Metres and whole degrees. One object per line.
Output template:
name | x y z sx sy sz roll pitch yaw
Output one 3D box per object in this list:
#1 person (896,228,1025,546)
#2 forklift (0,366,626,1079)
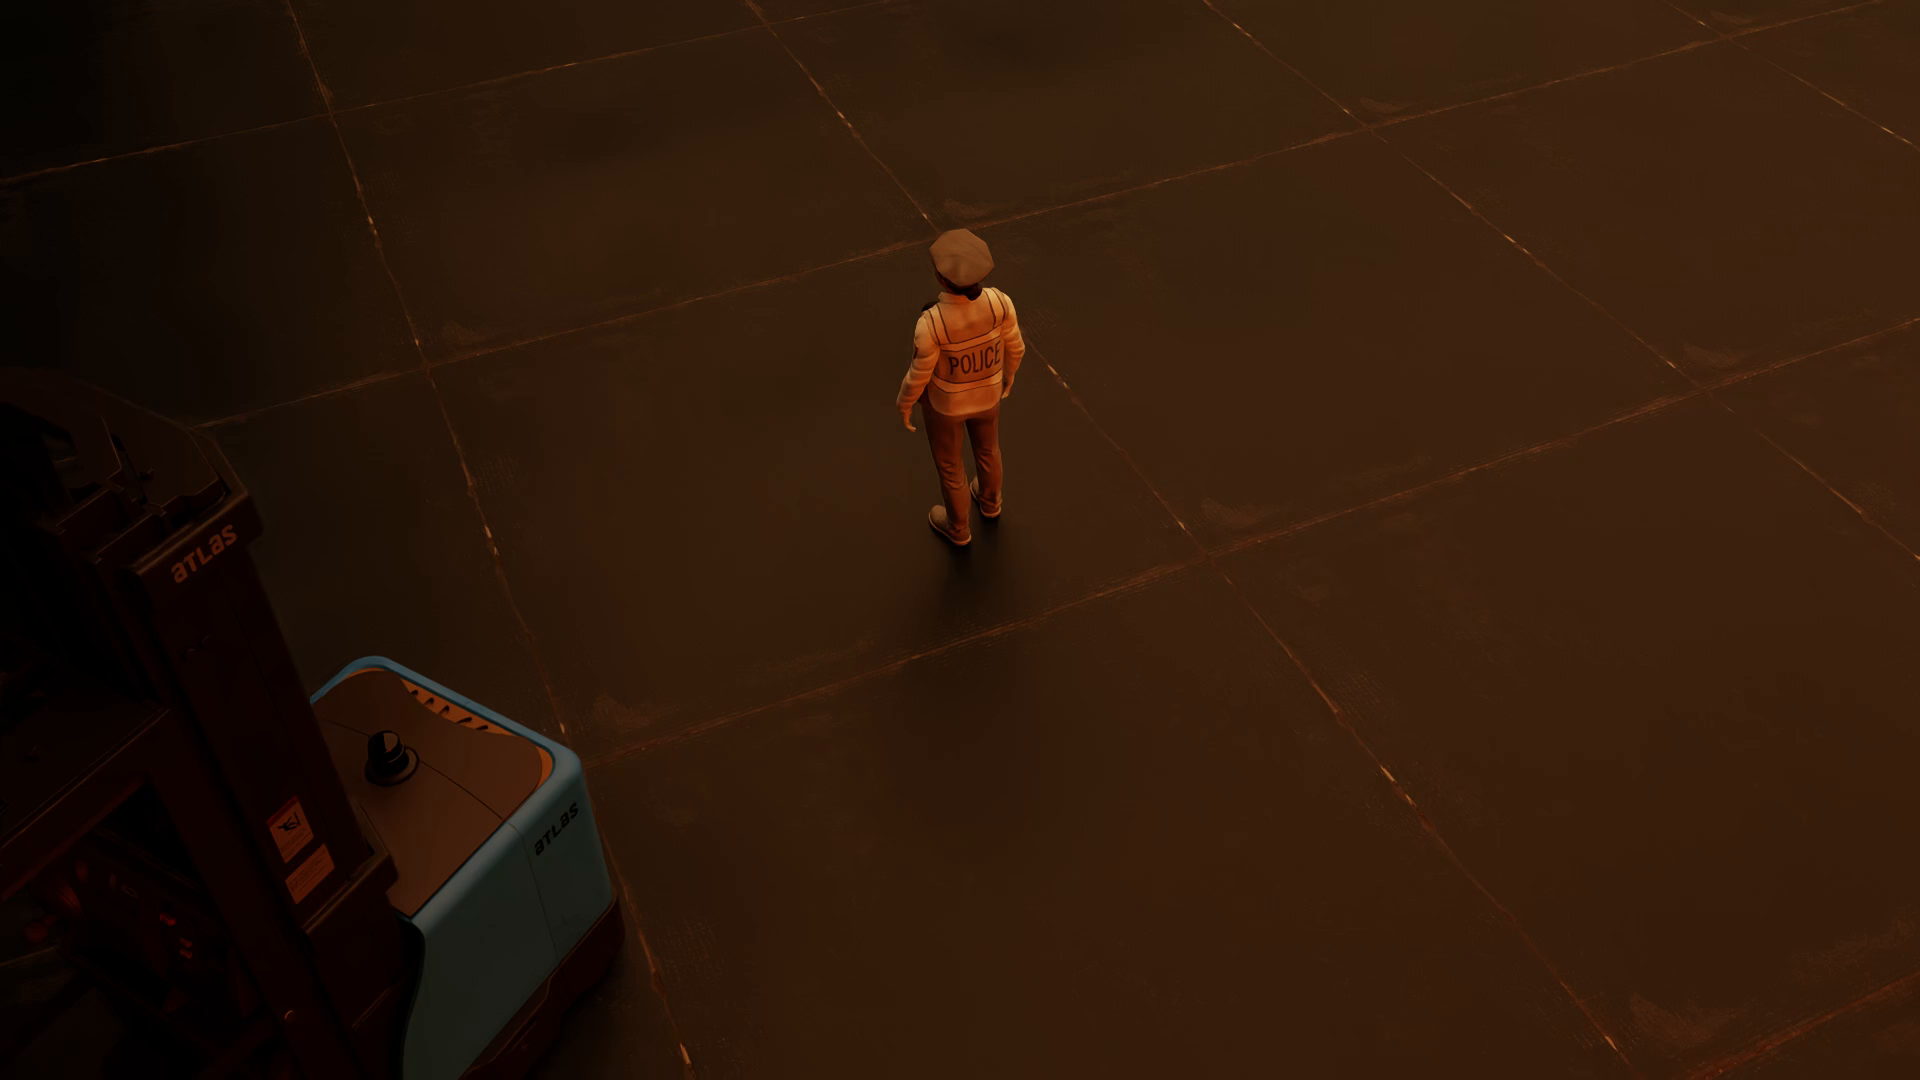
person | -0.022 -0.669 7.293 0.586 1.694 0.530 -18 46 -18
forklift | -2.412 1.131 4.468 1.130 2.935 3.031 22 47 22
